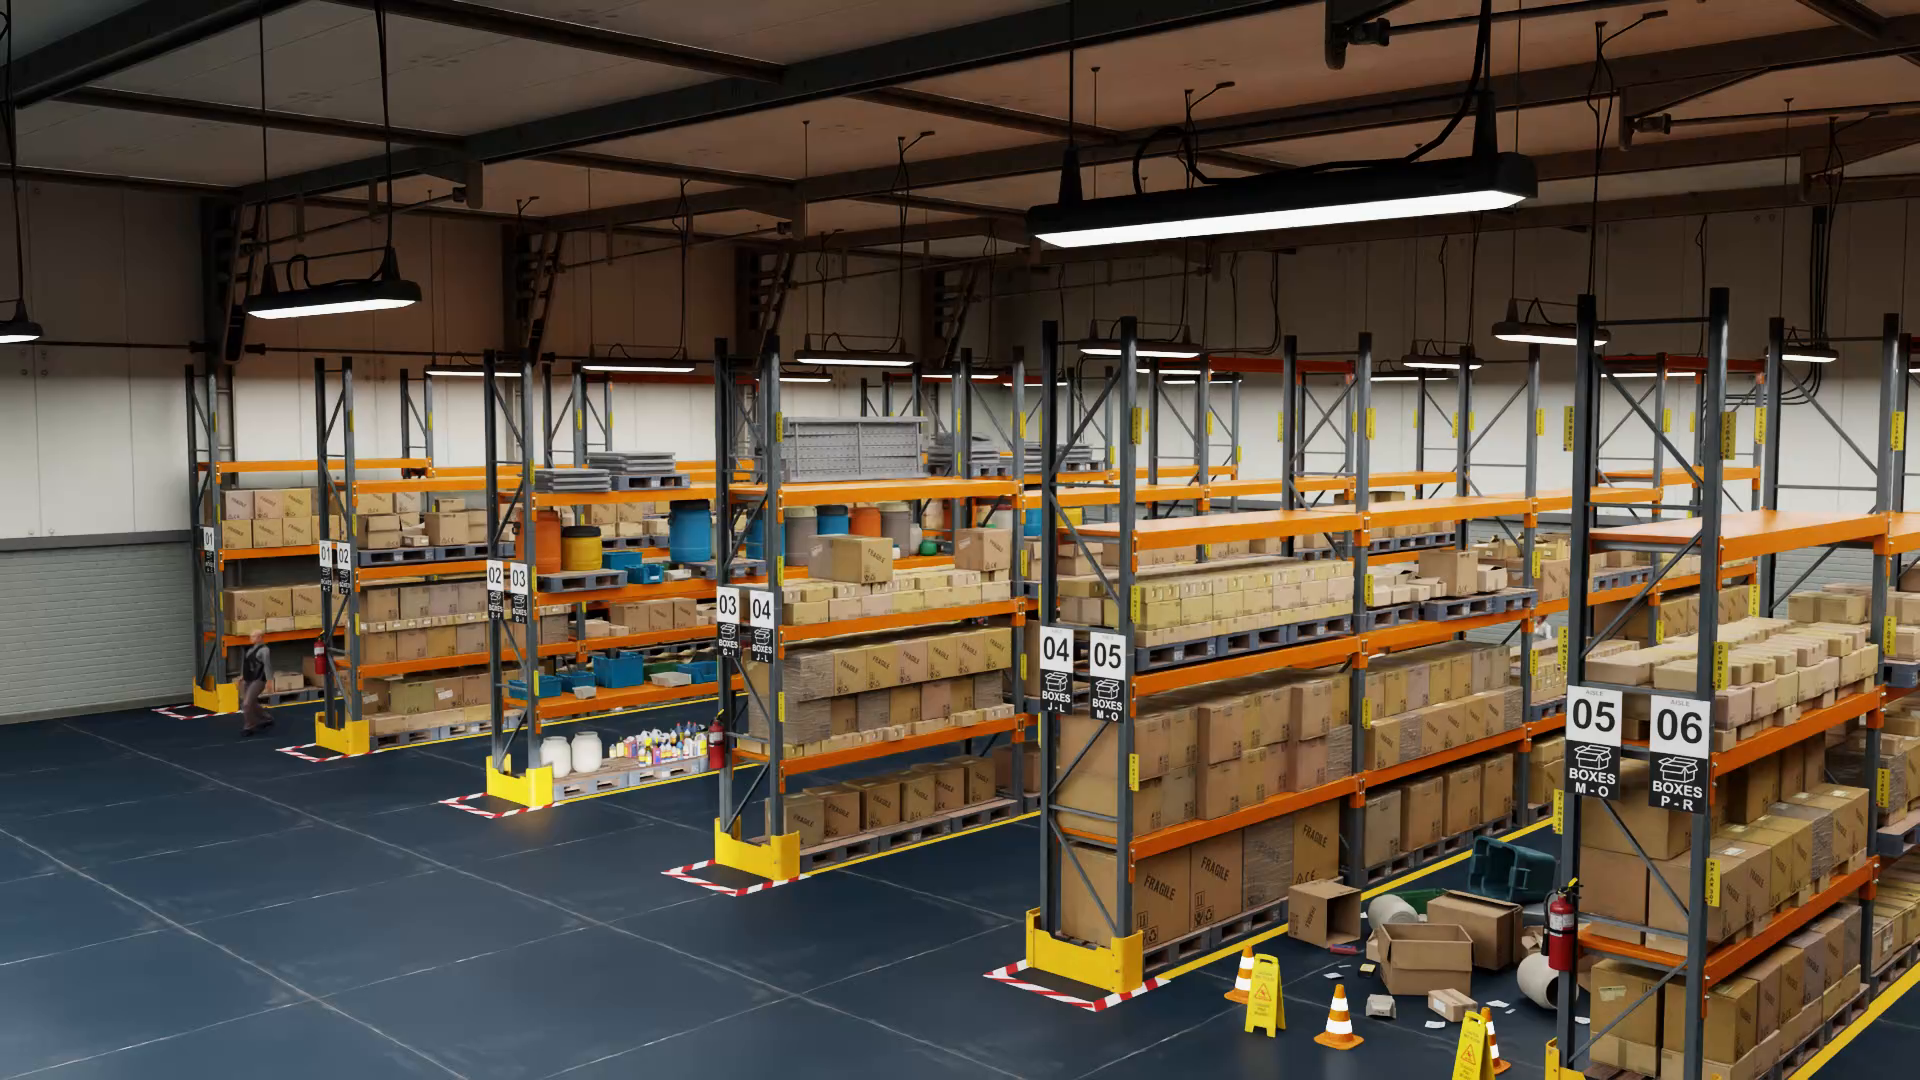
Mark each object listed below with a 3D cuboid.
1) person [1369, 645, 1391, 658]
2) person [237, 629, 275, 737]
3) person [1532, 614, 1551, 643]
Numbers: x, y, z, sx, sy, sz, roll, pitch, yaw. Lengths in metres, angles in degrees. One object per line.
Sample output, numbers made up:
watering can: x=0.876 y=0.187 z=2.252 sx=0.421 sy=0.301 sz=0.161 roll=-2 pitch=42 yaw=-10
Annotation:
person: x=6.405 y=2.356 z=25.259 sx=0.526 sy=1.766 sz=0.598 roll=-3 pitch=5 yaw=-33
person: x=-11.324 y=2.294 z=26.740 sx=0.607 sy=1.741 sz=0.658 roll=3 pitch=6 yaw=37
person: x=10.677 y=2.042 z=30.534 sx=0.399 sy=1.532 sz=1.009 roll=3 pitch=5 yaw=35
